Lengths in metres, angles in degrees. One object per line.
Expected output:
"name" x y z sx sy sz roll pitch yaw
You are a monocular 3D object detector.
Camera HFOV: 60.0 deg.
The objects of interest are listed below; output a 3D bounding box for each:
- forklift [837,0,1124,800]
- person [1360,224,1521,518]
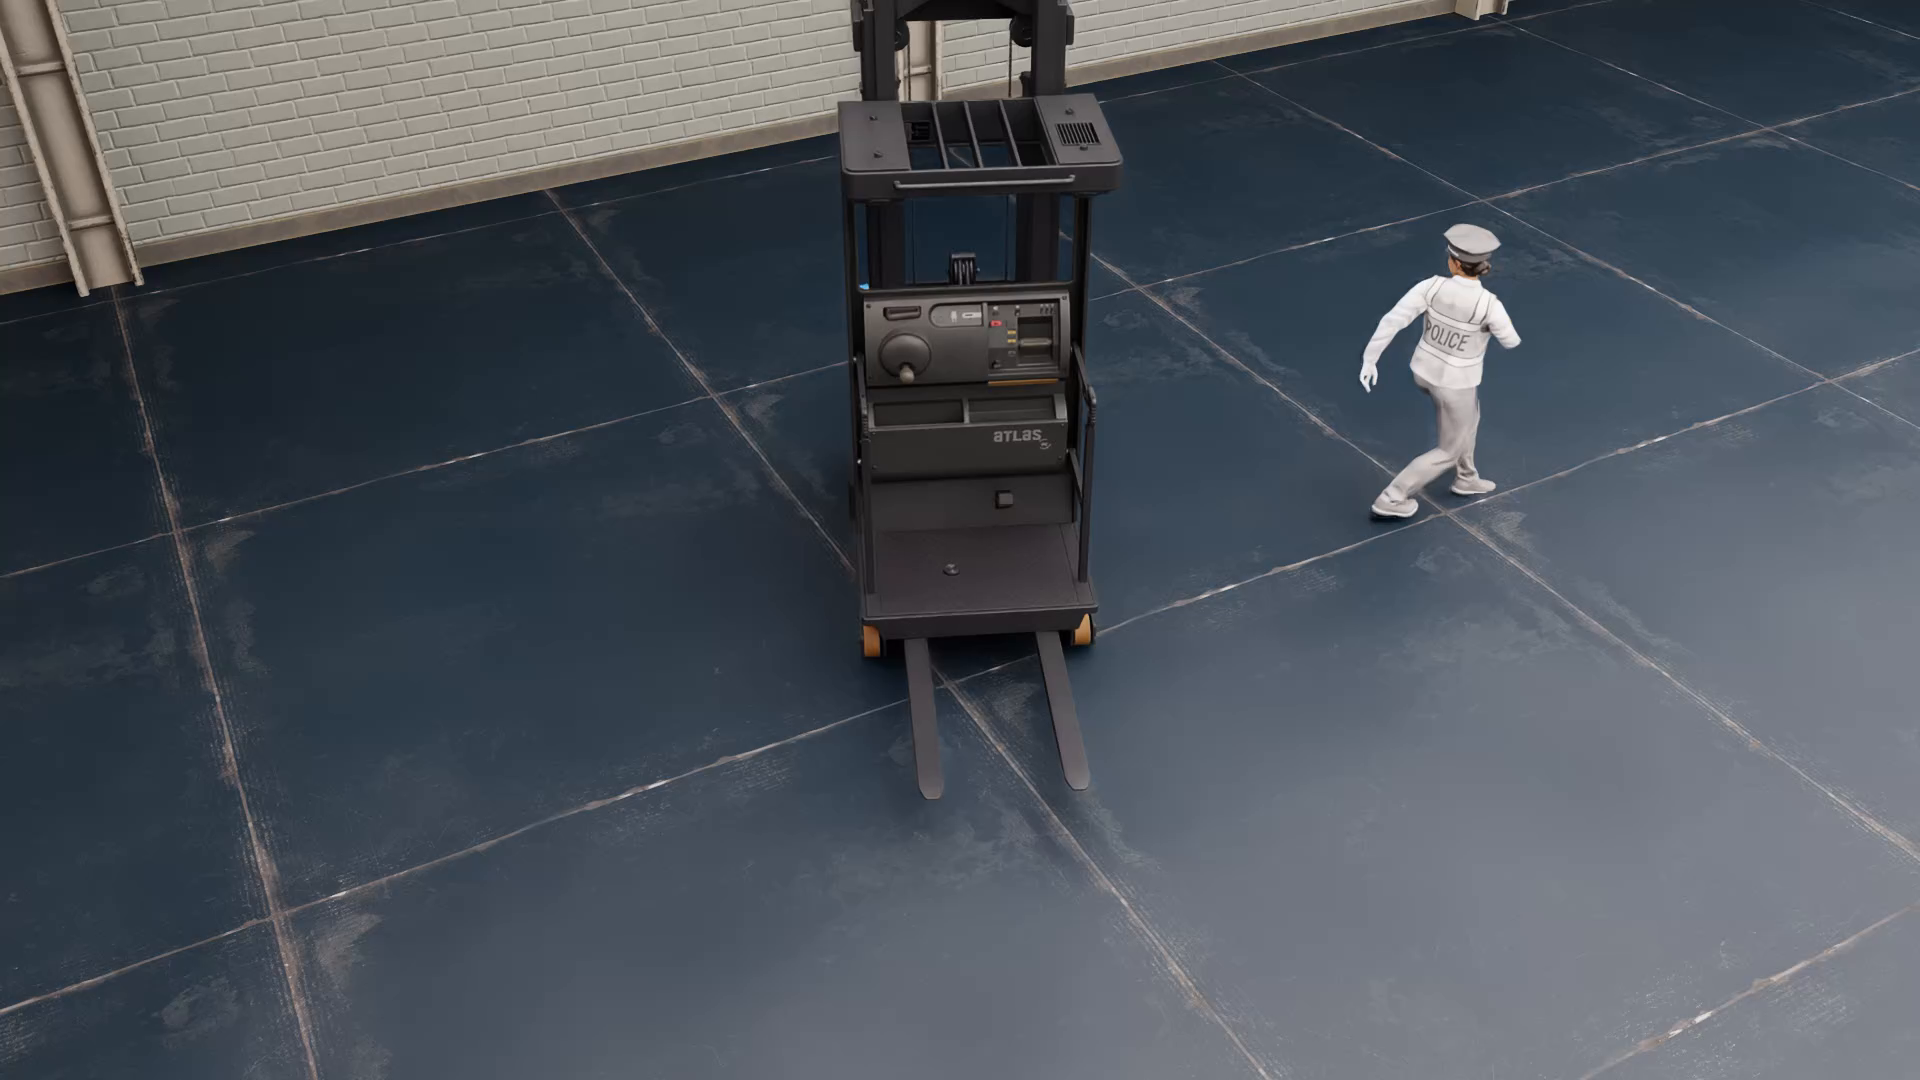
"forklift" 0.055 -0.845 7.319 1.130 2.935 3.031 -3 35 -4
"person" 2.507 -0.845 8.523 0.883 1.599 0.506 -18 39 -24
